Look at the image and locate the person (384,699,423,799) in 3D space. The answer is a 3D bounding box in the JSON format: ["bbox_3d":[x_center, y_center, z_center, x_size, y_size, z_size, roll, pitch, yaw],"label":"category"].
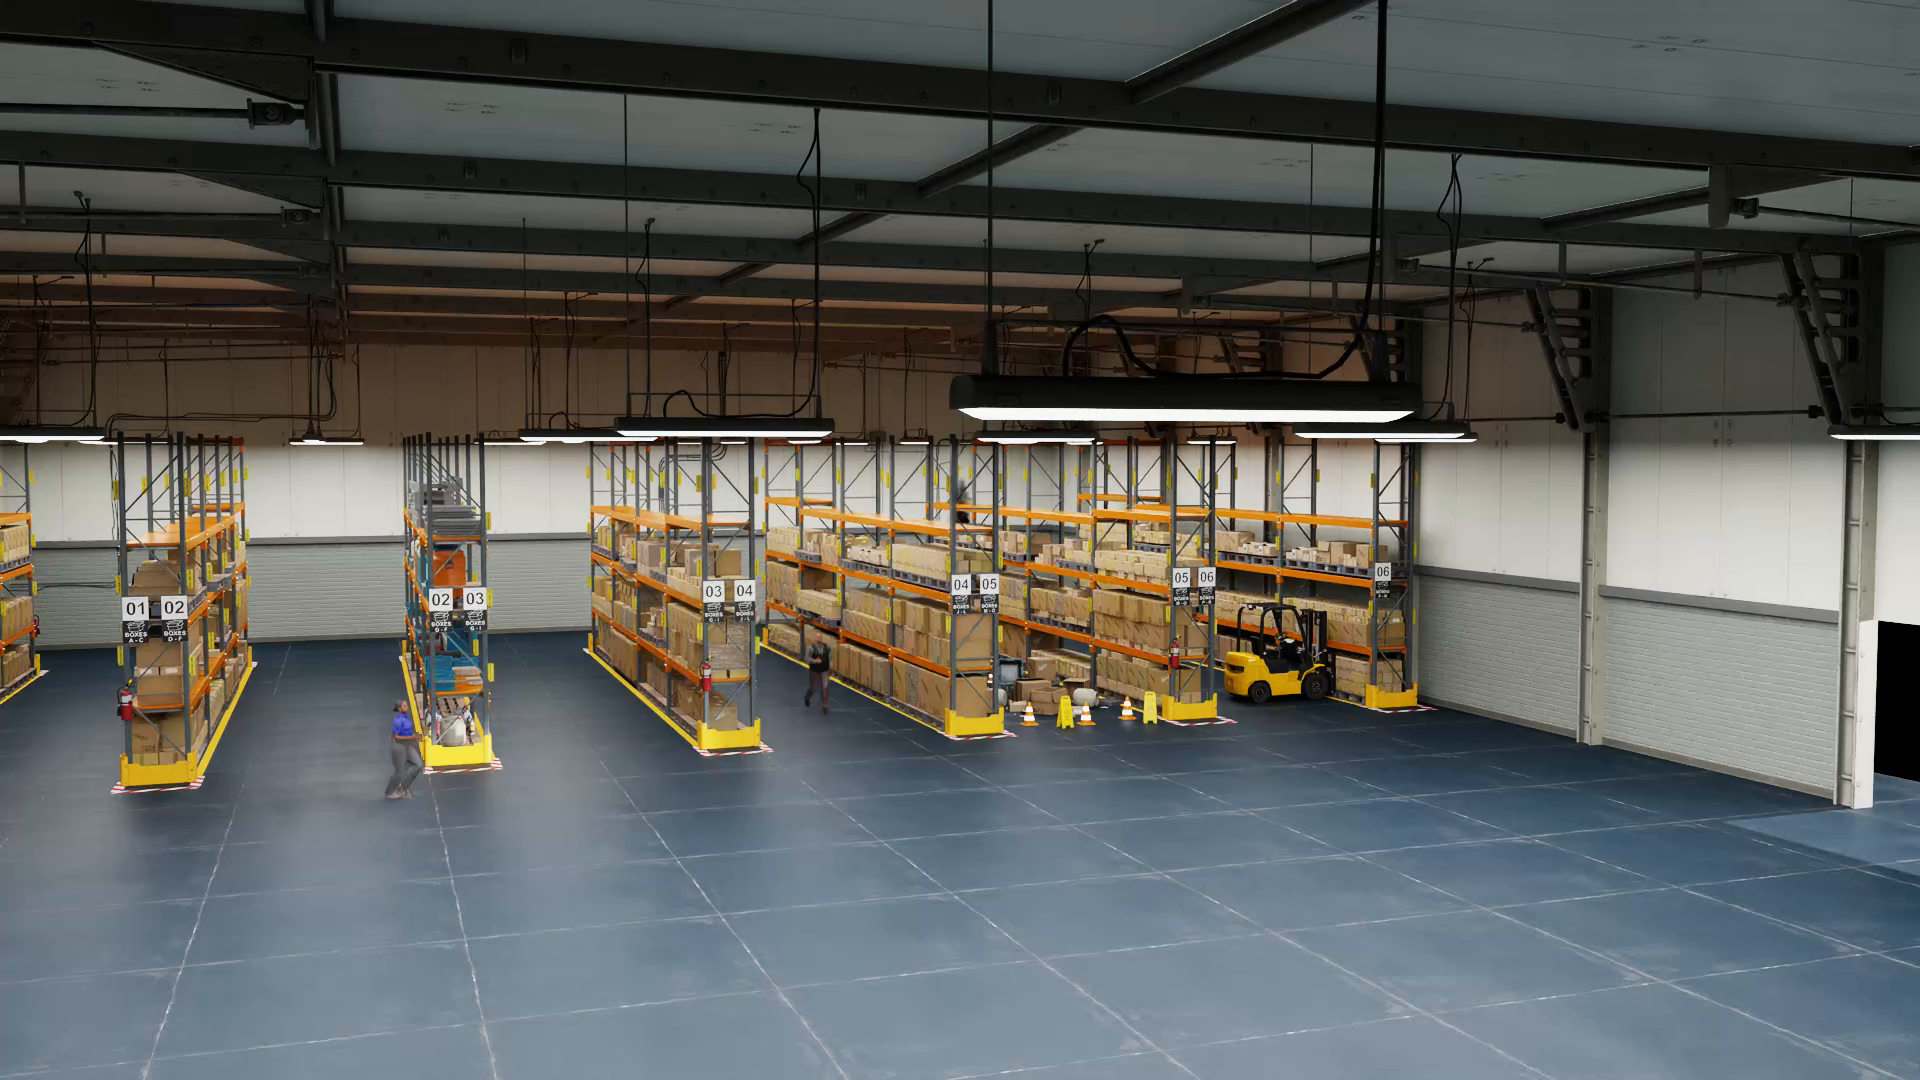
[{"bbox_3d":[-9.025,3.416,26.998,0.681,1.649,0.548,0,3,5],"label":"person"}]

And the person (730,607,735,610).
[{"bbox_3d":[-6.855,2.196,48.482,0.735,1.685,0.745,0,3,8],"label":"person"}]

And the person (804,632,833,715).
[{"bbox_3d":[-3.067,2.859,36.046,0.667,1.735,0.969,-1,3,-22],"label":"person"}]

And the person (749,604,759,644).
[{"bbox_3d":[-5.754,2.322,45.140,0.679,1.752,0.854,-1,3,-15],"label":"person"}]
